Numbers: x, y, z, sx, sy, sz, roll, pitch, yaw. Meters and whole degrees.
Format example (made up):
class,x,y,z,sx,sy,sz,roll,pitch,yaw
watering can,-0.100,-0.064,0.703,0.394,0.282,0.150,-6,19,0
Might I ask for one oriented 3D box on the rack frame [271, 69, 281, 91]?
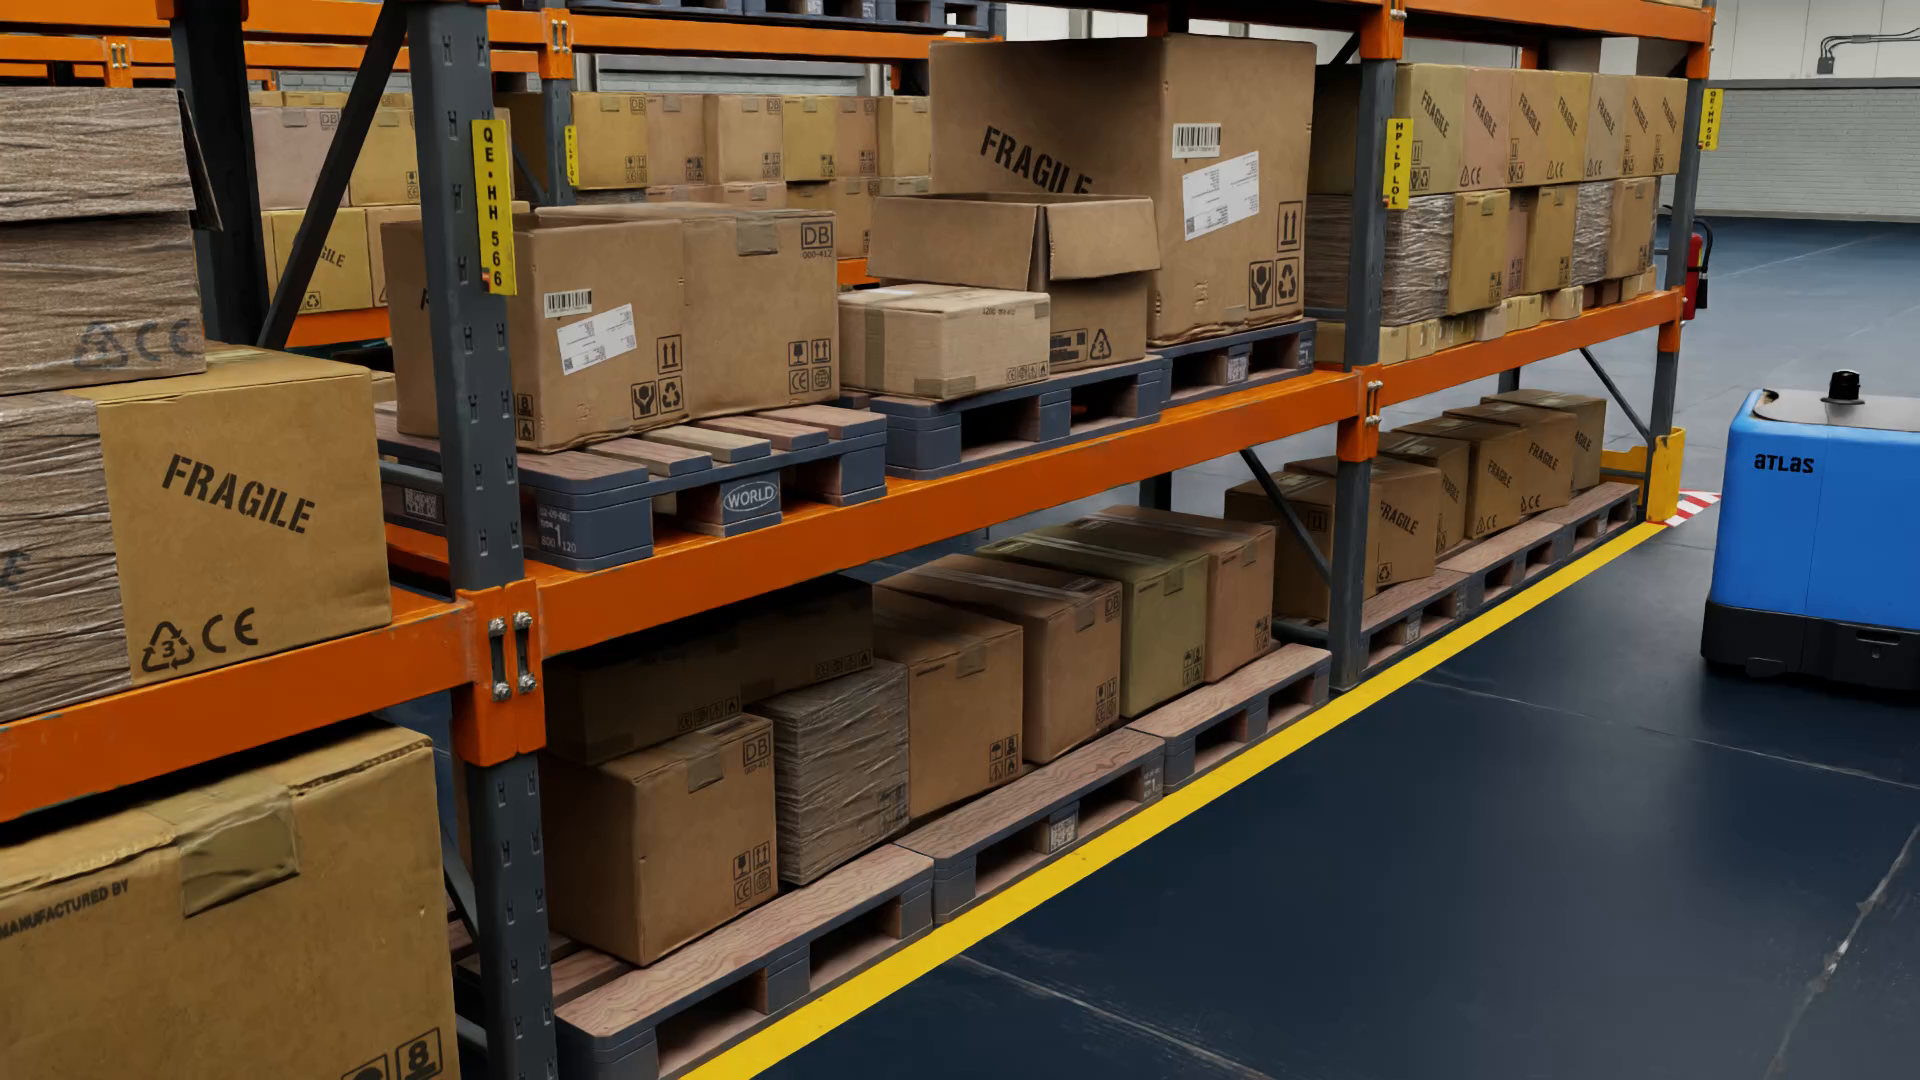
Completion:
class,x,y,z,sx,sy,sz,roll,pitch,yaw
rack frame,-7.864,-3.989,18.733,1.000,3.000,0.127,11,18,38

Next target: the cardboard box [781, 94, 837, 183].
class,x,y,z,sx,sy,sz,roll,pitch,yaw
cardboard box,-1.314,-2.678,11.076,0.875,0.550,0.500,11,18,38

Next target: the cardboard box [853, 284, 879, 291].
class,x,y,z,sx,sy,sz,roll,pitch,yaw
cardboard box,-1.013,-1.340,11.767,0.875,0.875,0.875,11,18,37

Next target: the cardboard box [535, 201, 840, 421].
class,x,y,z,sx,sy,sz,roll,pitch,yaw
cardboard box,-0.739,-0.640,4.494,0.500,0.500,0.700,-13,19,-41

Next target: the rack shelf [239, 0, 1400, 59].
class,x,y,z,sx,sy,sz,roll,pitch,yaw
rack shelf,-0.064,-1.644,4.871,1.077,0.370,4.000,11,18,38

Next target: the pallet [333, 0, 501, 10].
class,x,y,z,sx,sy,sz,roll,pitch,yaw
pallet,-3.139,-2.887,8.691,0.805,0.209,1.217,10,18,35

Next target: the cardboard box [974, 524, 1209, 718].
class,x,y,z,sx,sy,sz,roll,pitch,yaw
cardboard box,0.476,0.279,6.116,0.700,0.500,0.500,11,18,37

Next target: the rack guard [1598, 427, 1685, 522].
class,x,y,z,sx,sy,sz,roll,pitch,yaw
rack guard,3.660,-0.462,9.926,1.175,0.500,0.348,11,18,38

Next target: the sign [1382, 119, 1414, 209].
class,x,y,z,sx,sy,sz,roll,pitch,yaw
sign,1.627,-1.398,6.182,0.100,0.325,0.005,11,18,38

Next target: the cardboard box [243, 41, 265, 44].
class,x,y,z,sx,sy,sz,roll,pitch,yaw
cardboard box,-5.662,-3.957,13.026,0.380,0.149,0.250,12,19,39

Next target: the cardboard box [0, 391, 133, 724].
class,x,y,z,sx,sy,sz,roll,pitch,yaw
cardboard box,-1.756,0.023,2.737,0.500,0.500,0.500,11,18,37

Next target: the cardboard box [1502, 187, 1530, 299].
class,x,y,z,sx,sy,sz,roll,pitch,yaw
cardboard box,2.102,-1.393,7.706,0.875,0.500,0.500,11,18,38

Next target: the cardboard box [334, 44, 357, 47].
class,x,y,z,sx,sy,sz,roll,pitch,yaw
cardboard box,-5.156,-4.105,13.608,0.380,0.149,0.250,11,18,38

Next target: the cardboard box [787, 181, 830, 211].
class,x,y,z,sx,sy,sz,roll,pitch,yaw
cardboard box,-1.364,-2.165,11.249,0.875,0.550,0.500,11,18,38

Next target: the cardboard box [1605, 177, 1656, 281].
class,x,y,z,sx,sy,sz,roll,pitch,yaw
cardboard box,3.119,-1.665,8.778,0.875,0.500,0.500,11,18,38

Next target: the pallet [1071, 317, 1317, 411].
class,x,y,z,sx,sy,sz,roll,pitch,yaw
pallet,0.600,-0.705,6.196,1.003,0.211,1.213,11,18,38

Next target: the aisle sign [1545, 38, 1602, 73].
class,x,y,z,sx,sy,sz,roll,pitch,yaw
aisle sign,3.513,-3.006,9.585,0.394,0.787,0.004,11,18,38

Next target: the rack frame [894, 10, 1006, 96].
class,x,y,z,sx,sy,sz,roll,pitch,yaw
rack frame,-0.087,-2.475,12.773,1.000,3.000,0.127,11,18,38

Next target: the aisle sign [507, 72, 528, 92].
class,x,y,z,sx,sy,sz,roll,pitch,yaw
aisle sign,-4.203,-4.541,15.628,0.394,0.787,0.004,11,18,38

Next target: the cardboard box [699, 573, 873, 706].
class,x,y,z,sx,sy,sz,roll,pitch,yaw
cardboard box,-0.597,0.243,4.735,0.500,0.250,0.500,-14,20,-43

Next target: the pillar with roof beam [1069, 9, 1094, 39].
class,x,y,z,sx,sy,sz,roll,pitch,yaw
pillar with roof beam,5.659,-9.684,28.965,9.100,9.000,0.400,11,18,38

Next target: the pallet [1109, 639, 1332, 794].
class,x,y,z,sx,sy,sz,roll,pitch,yaw
pallet,0.705,0.579,6.415,1.003,0.211,1.213,11,18,38

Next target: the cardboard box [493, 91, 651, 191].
class,x,y,z,sx,sy,sz,roll,pitch,yaw
cardboard box,-2.342,-2.370,9.863,0.875,0.550,0.550,11,18,38

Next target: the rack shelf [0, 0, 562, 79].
class,x,y,z,sx,sy,sz,roll,pitch,yaw
rack shelf,-3.858,-2.431,7.969,1.077,0.370,4.000,11,18,38

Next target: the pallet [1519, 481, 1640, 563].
class,x,y,z,sx,sy,sz,roll,pitch,yaw
pallet,3.122,-0.172,9.370,1.003,0.211,1.213,11,18,38

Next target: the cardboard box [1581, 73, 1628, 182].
class,x,y,z,sx,sy,sz,roll,pitch,yaw
cardboard box,2.928,-2.030,8.182,0.500,0.500,0.500,11,18,38

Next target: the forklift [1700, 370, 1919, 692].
class,x,y,z,sx,sy,sz,roll,pitch,yaw
forklift,4.633,-0.789,6.276,3.031,2.935,1.130,8,16,28

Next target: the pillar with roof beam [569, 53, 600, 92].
class,x,y,z,sx,sy,sz,roll,pitch,yaw
pillar with roof beam,-1.883,-7.386,19.919,9.100,9.000,0.400,11,18,38

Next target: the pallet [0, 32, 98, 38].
class,x,y,z,sx,sy,sz,roll,pitch,yaw
pallet,-6.985,-3.717,11.950,1.213,0.211,1.003,11,18,38

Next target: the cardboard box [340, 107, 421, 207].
class,x,y,z,sx,sy,sz,roll,pitch,yaw
cardboard box,-3.230,-2.047,8.855,0.700,0.500,0.500,11,18,37

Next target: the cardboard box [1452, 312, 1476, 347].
class,x,y,z,sx,sy,sz,roll,pitch,yaw
cardboard box,2.015,-0.942,7.250,0.380,0.149,0.250,11,18,38

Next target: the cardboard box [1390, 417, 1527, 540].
class,x,y,z,sx,sy,sz,roll,pitch,yaw
cardboard box,2.545,-0.326,8.539,0.500,0.500,0.500,14,20,43

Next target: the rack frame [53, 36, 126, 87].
class,x,y,z,sx,sy,sz,roll,pitch,yaw
rack frame,-6.515,-2.455,12.697,1.000,3.000,0.127,11,18,38

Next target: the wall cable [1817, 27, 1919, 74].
class,x,y,z,sx,sy,sz,roll,pitch,yaw
wall cable,20.107,-13.184,35.836,2.305,6.003,0.169,11,18,38

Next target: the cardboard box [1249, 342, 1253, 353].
class,x,y,z,sx,sy,sz,roll,pitch,yaw
cardboard box,1.100,-0.887,7.032,0.380,0.149,0.250,11,18,38

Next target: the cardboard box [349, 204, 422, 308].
class,x,y,z,sx,sy,sz,roll,pitch,yaw
cardboard box,-3.039,-1.519,8.808,0.500,0.500,0.500,11,18,37

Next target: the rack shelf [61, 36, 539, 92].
class,x,y,z,sx,sy,sz,roll,pitch,yaw
rack shelf,-5.258,-3.944,13.924,1.077,0.370,4.000,11,18,38

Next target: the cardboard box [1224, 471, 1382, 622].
class,x,y,z,sx,sy,sz,roll,pitch,yaw
cardboard box,1.476,0.016,7.193,0.500,0.500,0.500,11,18,36

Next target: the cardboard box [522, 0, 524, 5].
class,x,y,z,sx,sy,sz,roll,pitch,yaw
cardboard box,-3.984,-4.830,14.841,0.380,0.149,0.250,11,18,38

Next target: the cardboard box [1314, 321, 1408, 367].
class,x,y,z,sx,sy,sz,roll,pitch,yaw
cardboard box,1.562,-0.795,6.670,0.380,0.149,0.250,11,18,38

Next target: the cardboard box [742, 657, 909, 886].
class,x,y,z,sx,sy,sz,roll,pitch,yaw
cardboard box,-0.576,0.603,4.841,0.700,0.500,0.500,9,17,33

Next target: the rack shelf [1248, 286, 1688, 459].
class,x,y,z,sx,sy,sz,roll,pitch,yaw
rack shelf,2.450,-0.956,8.256,1.077,0.370,4.000,11,18,38

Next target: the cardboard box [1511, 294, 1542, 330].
class,x,y,z,sx,sy,sz,roll,pitch,yaw
cardboard box,2.495,-1.084,7.809,0.380,0.149,0.250,11,18,38

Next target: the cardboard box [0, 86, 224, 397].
class,x,y,z,sx,sy,sz,roll,pitch,yaw
cardboard box,-1.793,-0.553,2.967,0.797,0.503,0.637,12,19,39

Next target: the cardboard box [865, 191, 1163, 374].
class,x,y,z,sx,sy,sz,roll,pitch,yaw
cardboard box,0.176,-0.829,5.232,0.797,0.503,0.637,14,20,43

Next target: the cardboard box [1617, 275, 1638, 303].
class,x,y,z,sx,sy,sz,roll,pitch,yaw
cardboard box,3.414,-1.376,8.958,0.380,0.149,0.250,11,18,38

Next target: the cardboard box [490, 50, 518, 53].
class,x,y,z,sx,sy,sz,roll,pitch,yaw
cardboard box,-4.138,-4.389,14.727,0.380,0.149,0.250,11,18,38

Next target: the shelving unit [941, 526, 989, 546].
class,x,y,z,sx,sy,sz,roll,pitch,yaw
shelving unit,0.009,-0.584,8.986,0.258,1.200,0.189,11,18,38

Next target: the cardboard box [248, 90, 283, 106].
class,x,y,z,sx,sy,sz,roll,pitch,yaw
cardboard box,-5.731,-3.278,13.096,0.700,0.500,0.500,11,18,38

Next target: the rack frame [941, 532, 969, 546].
class,x,y,z,sx,sy,sz,roll,pitch,yaw
rack frame,-0.048,-0.567,8.917,0.240,1.200,0.006,11,18,38

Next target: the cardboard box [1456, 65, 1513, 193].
class,x,y,z,sx,sy,sz,roll,pitch,yaw
cardboard box,1.987,-1.742,7.050,0.500,0.500,0.500,11,18,38

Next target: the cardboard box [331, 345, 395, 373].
class,x,y,z,sx,sy,sz,roll,pitch,yaw
cardboard box,-2.921,-0.689,9.460,1.050,0.750,0.750,11,18,37

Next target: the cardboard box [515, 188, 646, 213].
class,x,y,z,sx,sy,sz,roll,pitch,yaw
cardboard box,-2.378,-1.854,10.024,0.875,0.550,0.550,11,18,38

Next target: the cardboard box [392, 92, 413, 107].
class,x,y,z,sx,sy,sz,roll,pitch,yaw
cardboard box,-4.716,-3.558,14.198,0.700,0.500,0.500,11,18,37
